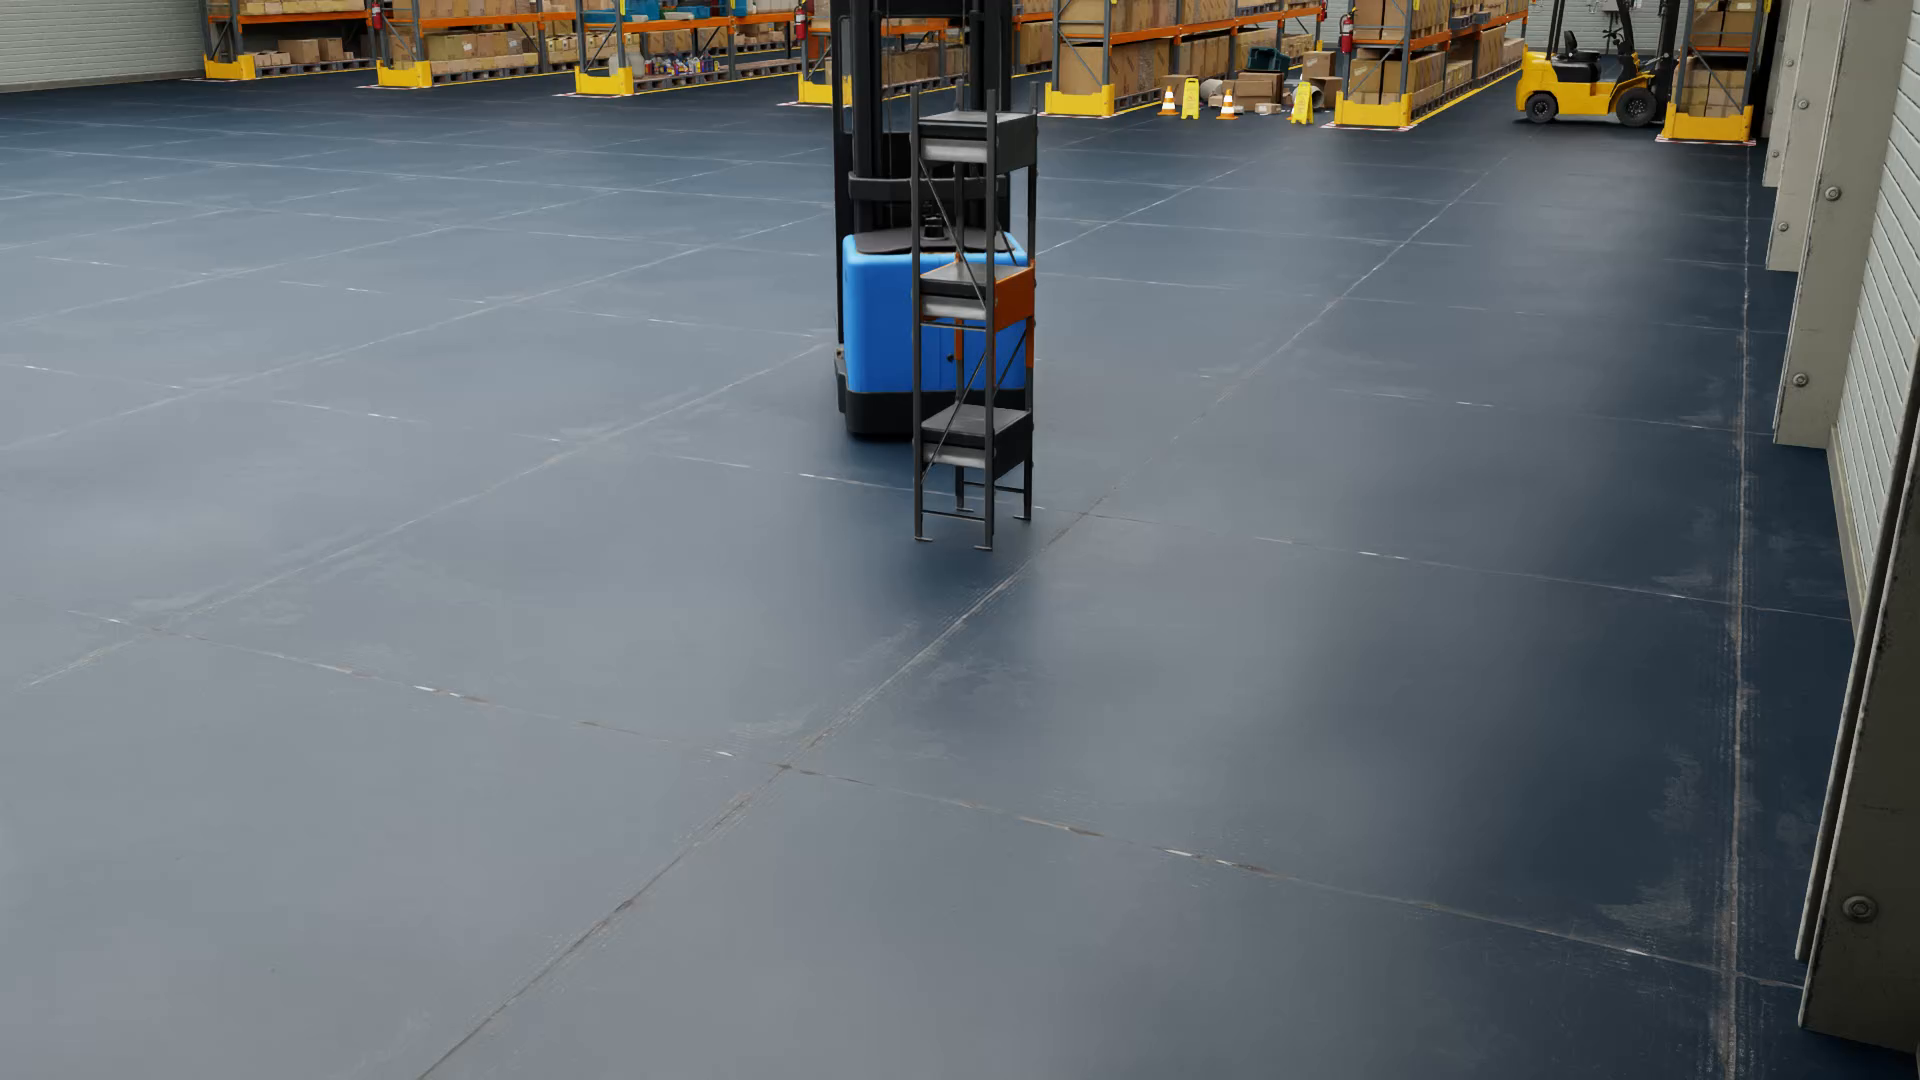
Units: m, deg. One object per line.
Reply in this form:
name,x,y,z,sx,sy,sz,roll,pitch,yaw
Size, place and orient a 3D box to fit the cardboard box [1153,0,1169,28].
cardboard box,3.352,-9.756,30.700,0.875,0.550,0.550,9,21,23

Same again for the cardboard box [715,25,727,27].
cardboard box,-6.573,-13.731,45.175,0.500,0.500,0.500,9,21,23

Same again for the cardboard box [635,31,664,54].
cardboard box,-7.738,-12.395,41.419,0.500,0.500,0.500,10,22,25

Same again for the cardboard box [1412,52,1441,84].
cardboard box,8.050,-8.205,28.920,0.500,0.500,0.500,9,21,24

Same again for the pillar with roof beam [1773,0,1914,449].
pillar with roof beam,0.955,-5.424,9.790,9.100,9.000,0.400,9,21,23

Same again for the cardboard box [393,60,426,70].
cardboard box,-11.511,-9.927,34.881,0.500,0.250,0.500,9,21,23

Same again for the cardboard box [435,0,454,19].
cardboard box,-11.048,-11.169,34.749,0.700,0.500,0.500,9,22,24

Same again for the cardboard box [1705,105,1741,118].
cardboard box,11.526,-6.445,25.093,0.500,0.250,0.500,9,21,23

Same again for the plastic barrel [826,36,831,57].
plastic barrel,-3.333,-11.947,40.172,0.421,0.512,0.421,0,20,0

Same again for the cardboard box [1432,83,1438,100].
cardboard box,8.048,-7.843,29.023,0.500,0.250,0.500,8,21,21

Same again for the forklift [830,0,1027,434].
forklift,-0.257,-2.435,10.441,1.130,2.935,3.031,-2,20,-5

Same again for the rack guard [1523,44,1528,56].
rack guard,13.178,-11.820,40.460,1.175,0.500,0.348,9,21,23

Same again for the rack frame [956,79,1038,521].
rack frame,0.168,-1.114,7.969,0.400,2.100,0.015,9,21,23

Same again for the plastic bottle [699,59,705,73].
plastic bottle,-5.414,-9.939,34.836,0.061,0.283,0.133,10,22,26

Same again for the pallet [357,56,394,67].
pallet,-14.026,-11.646,40.400,1.003,0.211,1.213,9,21,23

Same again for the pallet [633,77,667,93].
pallet,-6.618,-9.102,33.249,1.003,0.211,1.213,9,21,23

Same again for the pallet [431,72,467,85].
pallet,-11.186,-9.746,35.057,1.003,0.211,1.213,9,21,23

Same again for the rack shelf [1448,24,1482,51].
rack shelf,9.073,-9.595,31.545,1.077,0.370,4.000,9,21,23

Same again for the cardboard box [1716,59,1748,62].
cardboard box,12.565,-7.682,27.078,0.500,0.250,0.500,8,21,22

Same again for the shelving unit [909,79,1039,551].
shelving unit,0.068,-1.040,7.759,0.431,2.100,0.503,9,21,23

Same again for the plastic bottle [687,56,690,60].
plastic bottle,-5.836,-10.246,35.719,0.097,0.271,0.097,0,20,0

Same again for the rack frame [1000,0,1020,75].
rack frame,0.851,-11.905,36.967,1.000,3.000,0.127,9,21,23

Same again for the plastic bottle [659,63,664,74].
plastic bottle,-6.214,-9.813,34.605,0.097,0.201,0.097,0,20,0

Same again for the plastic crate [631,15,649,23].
plastic crate,-6.284,-10.244,32.691,0.298,0.136,0.250,9,21,23

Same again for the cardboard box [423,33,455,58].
cardboard box,-11.117,-10.588,35.622,0.500,0.500,0.500,9,21,23

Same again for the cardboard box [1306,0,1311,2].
cardboard box,8.247,-13.341,40.411,0.500,0.500,0.500,9,21,23

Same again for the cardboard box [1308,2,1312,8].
cardboard box,8.427,-13.151,40.847,0.380,0.149,0.250,9,22,24

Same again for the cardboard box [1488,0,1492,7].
cardboard box,10.537,-10.989,33.869,0.500,0.250,0.500,9,22,24

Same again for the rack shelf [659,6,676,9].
rack shelf,-7.366,-13.538,42.632,1.077,0.370,4.000,9,21,23

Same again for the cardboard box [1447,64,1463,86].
cardboard box,9.041,-8.876,31.745,0.950,0.372,0.625,9,22,24

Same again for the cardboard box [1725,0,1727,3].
cardboard box,12.721,-9.130,28.048,0.380,0.149,0.250,9,22,25

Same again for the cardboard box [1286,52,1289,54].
cardboard box,7.578,-11.503,39.464,0.380,0.149,0.250,8,21,22

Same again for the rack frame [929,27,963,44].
rack frame,-0.392,-15.030,45.755,1.000,3.000,0.127,9,21,23

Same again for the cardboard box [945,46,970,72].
cardboard box,-0.075,-10.211,35.278,0.700,0.500,0.500,7,21,18

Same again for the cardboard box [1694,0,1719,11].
cardboard box,11.032,-7.917,24.636,0.380,0.149,0.250,9,21,23

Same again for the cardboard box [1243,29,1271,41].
cardboard box,6.676,-11.372,37.454,0.500,0.250,0.500,10,22,25

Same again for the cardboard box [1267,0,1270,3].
cardboard box,6.781,-12.192,37.522,0.380,0.149,0.250,8,21,23

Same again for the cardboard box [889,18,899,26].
cardboard box,-1.388,-9.841,31.538,0.380,0.149,0.250,9,21,23

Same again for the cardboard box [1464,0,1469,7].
cardboard box,9.127,-10.114,30.711,0.500,0.500,0.500,8,21,22

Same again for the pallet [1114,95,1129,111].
pallet,2.315,-7.689,29.275,1.003,0.211,1.213,9,21,23

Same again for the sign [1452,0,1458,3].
sign,8.752,-9.658,29.358,0.100,0.325,0.005,9,21,23

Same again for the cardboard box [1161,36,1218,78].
cardboard box,4.648,-9.890,34.032,1.050,0.750,0.750,9,21,24

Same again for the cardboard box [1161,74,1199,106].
cardboard box,3.997,-8.179,30.217,0.500,0.500,0.500,13,23,32

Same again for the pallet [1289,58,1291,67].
pallet,7.215,-11.313,39.463,1.003,0.211,1.213,9,21,23

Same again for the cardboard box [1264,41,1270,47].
cardboard box,6.689,-11.019,37.579,0.500,0.500,0.500,8,21,21

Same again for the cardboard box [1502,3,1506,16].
cardboard box,11.576,-11.526,36.125,0.500,0.250,0.500,8,21,21

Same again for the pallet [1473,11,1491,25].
pallet,9.697,-10.222,32.522,1.213,0.211,1.003,9,21,23

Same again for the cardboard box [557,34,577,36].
cardboard box,-9.296,-11.838,39.418,0.500,0.311,0.500,8,21,22
